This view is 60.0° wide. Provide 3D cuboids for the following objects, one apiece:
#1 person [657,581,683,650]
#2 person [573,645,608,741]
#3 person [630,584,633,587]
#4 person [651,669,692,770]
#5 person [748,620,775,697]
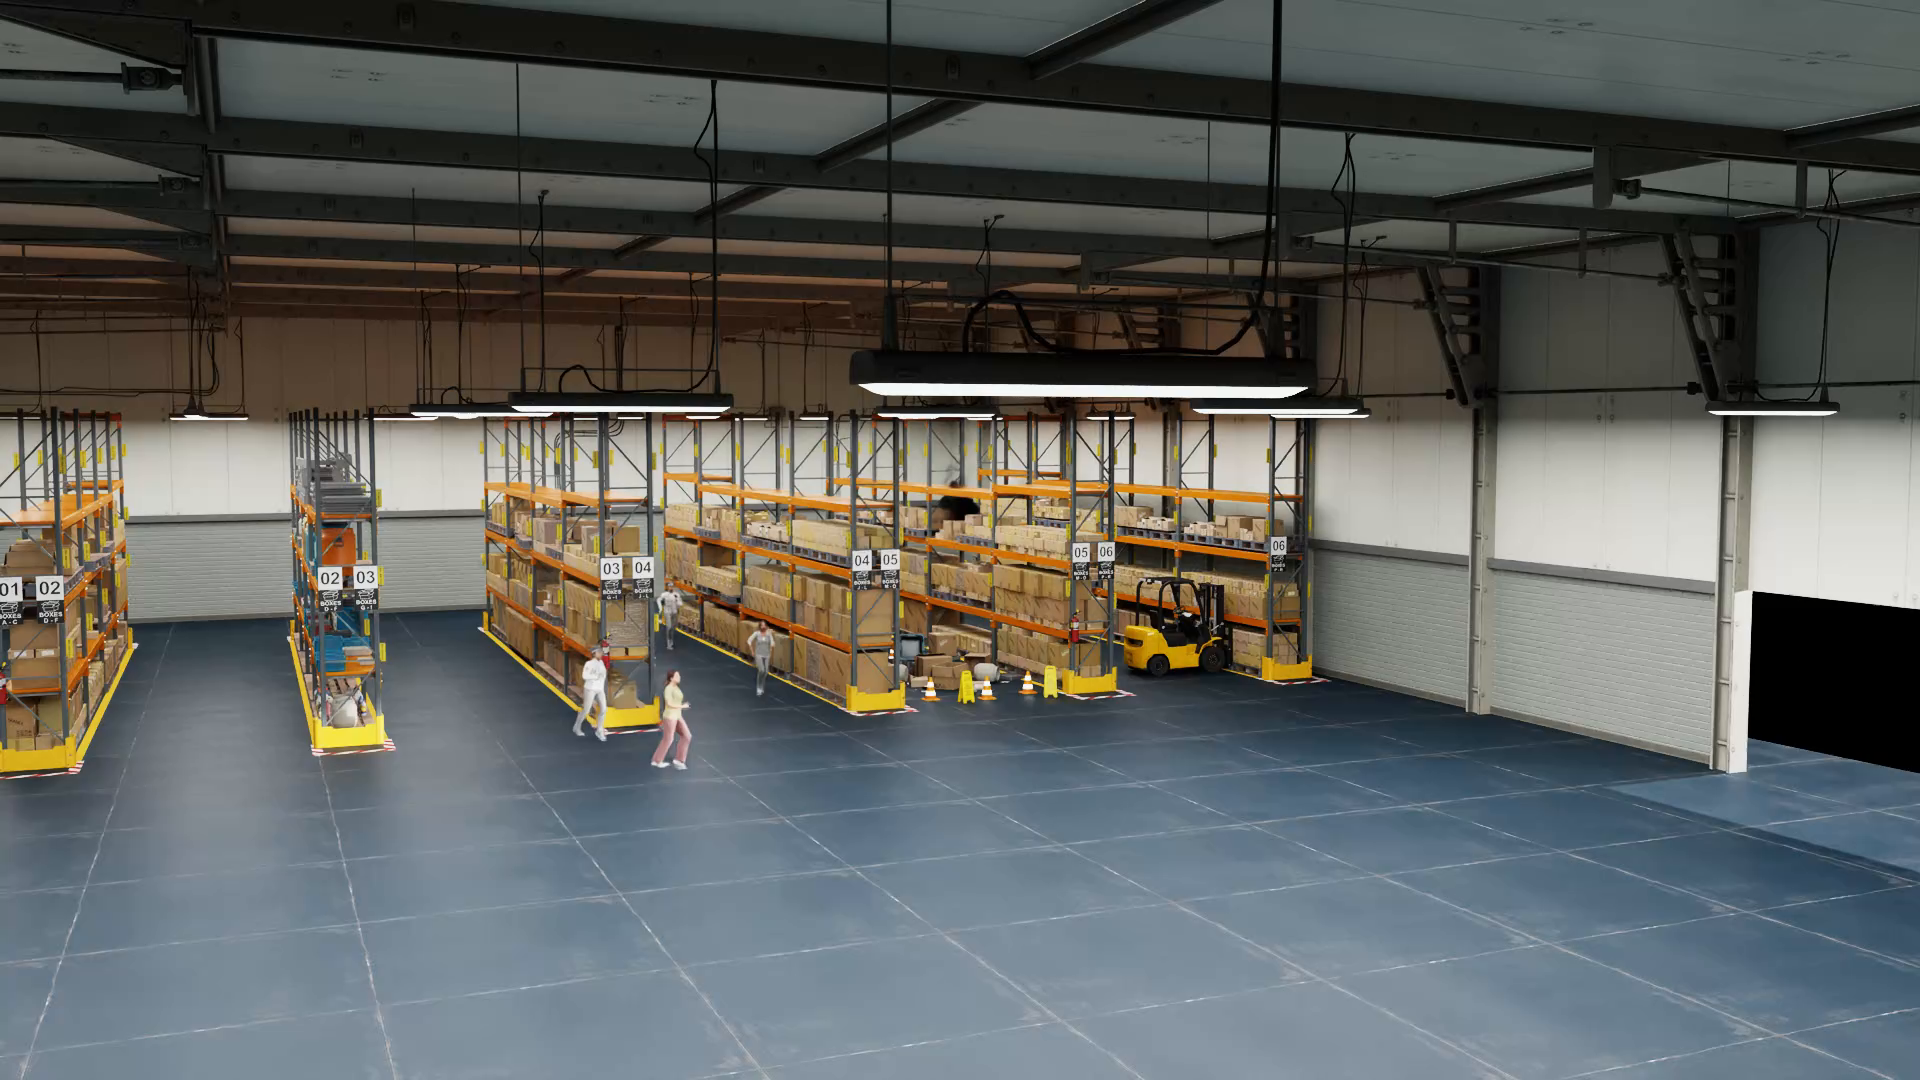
[{"bbox_3d":[-7.361,1.912,42.331,0.583,1.750,0.730,-2,4,-25],"label":"person"},{"bbox_3d":[-6.667,2.767,30.248,0.736,1.742,0.615,3,5,34],"label":"person"},{"bbox_3d":[-9.792,1.503,47.890,0.761,1.720,0.981,3,5,38],"label":"person"},{"bbox_3d":[-4.743,2.985,27.414,0.711,1.736,0.597,1,4,10],"label":"person"},{"bbox_3d":[-4.146,2.485,34.970,0.529,1.608,0.676,-2,4,-25],"label":"person"}]
